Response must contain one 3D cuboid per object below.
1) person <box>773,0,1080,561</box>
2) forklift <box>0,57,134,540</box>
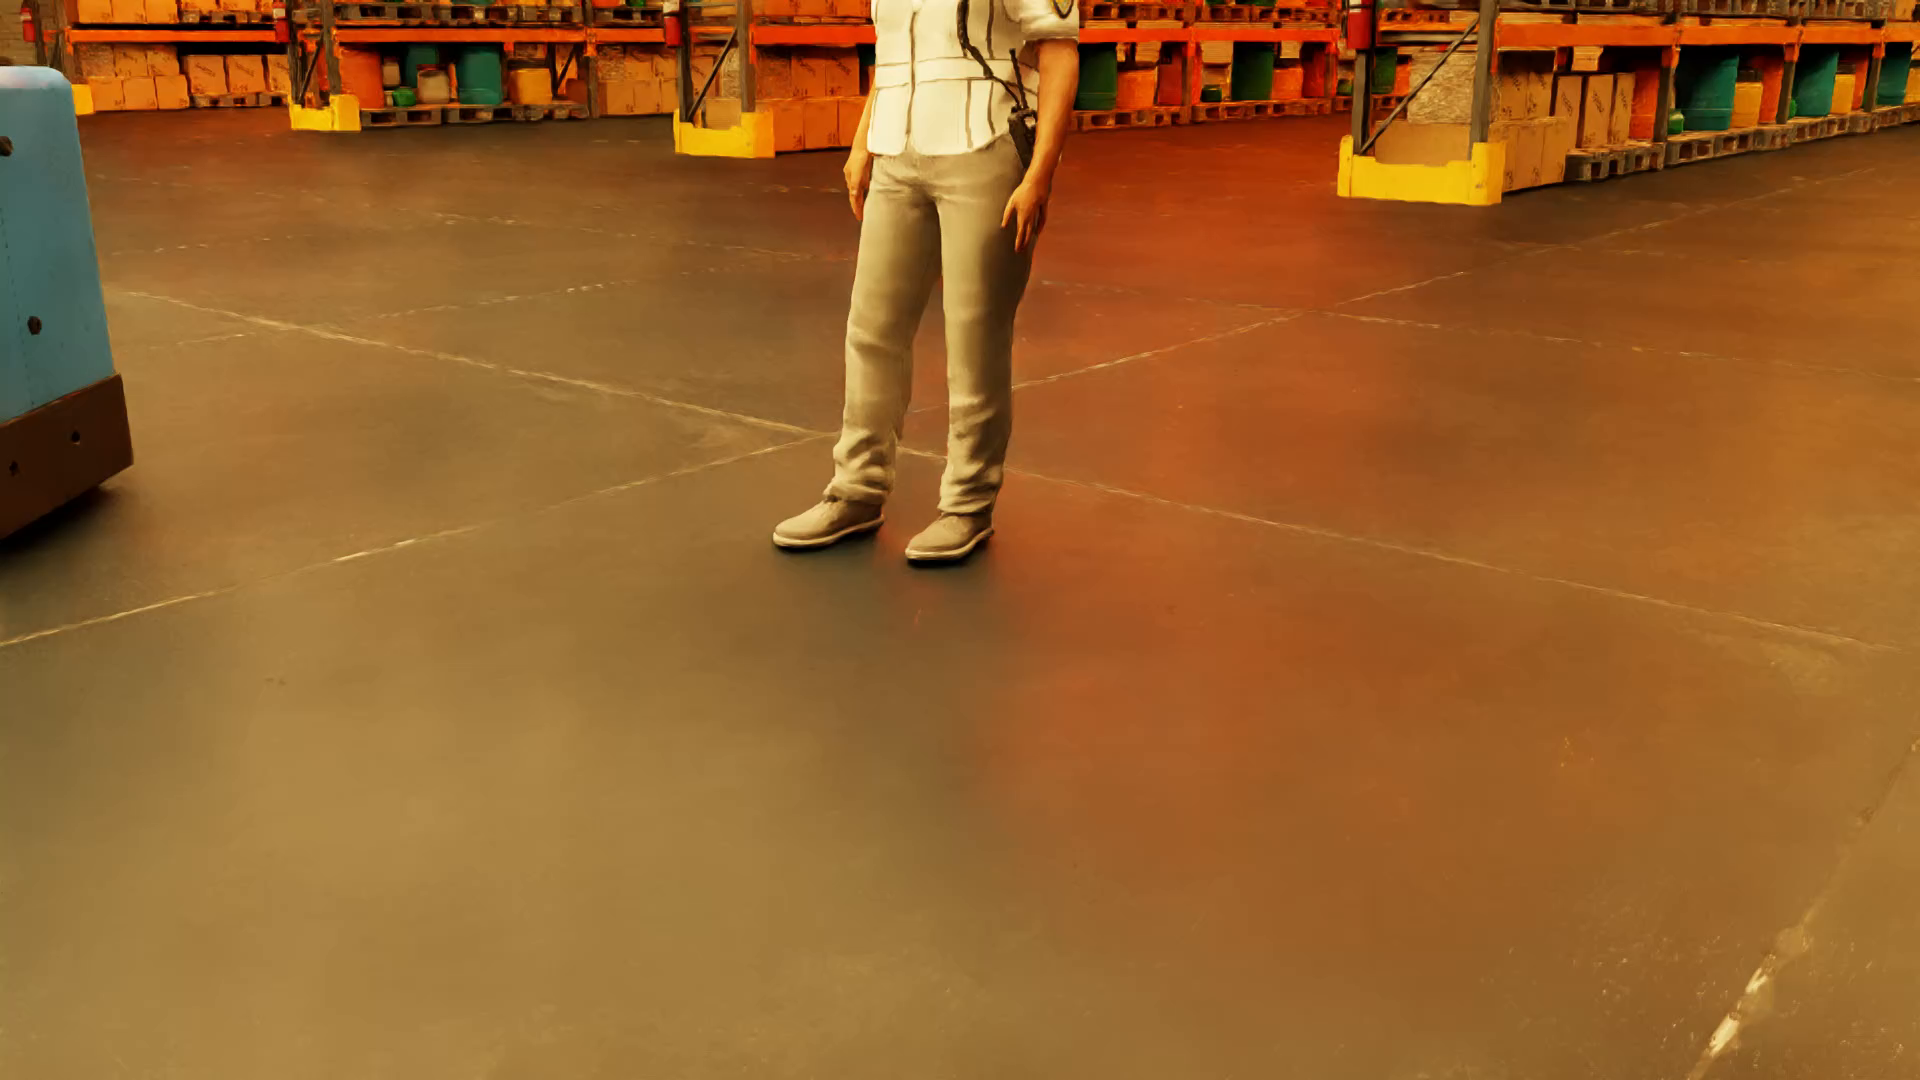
[{"bbox_3d":[-0.066,-0.791,3.655,0.598,1.669,0.529,13,21,37],"label":"person"},{"bbox_3d":[-3.654,-1.385,3.460,3.031,2.935,1.130,-1,17,-3],"label":"forklift"}]
